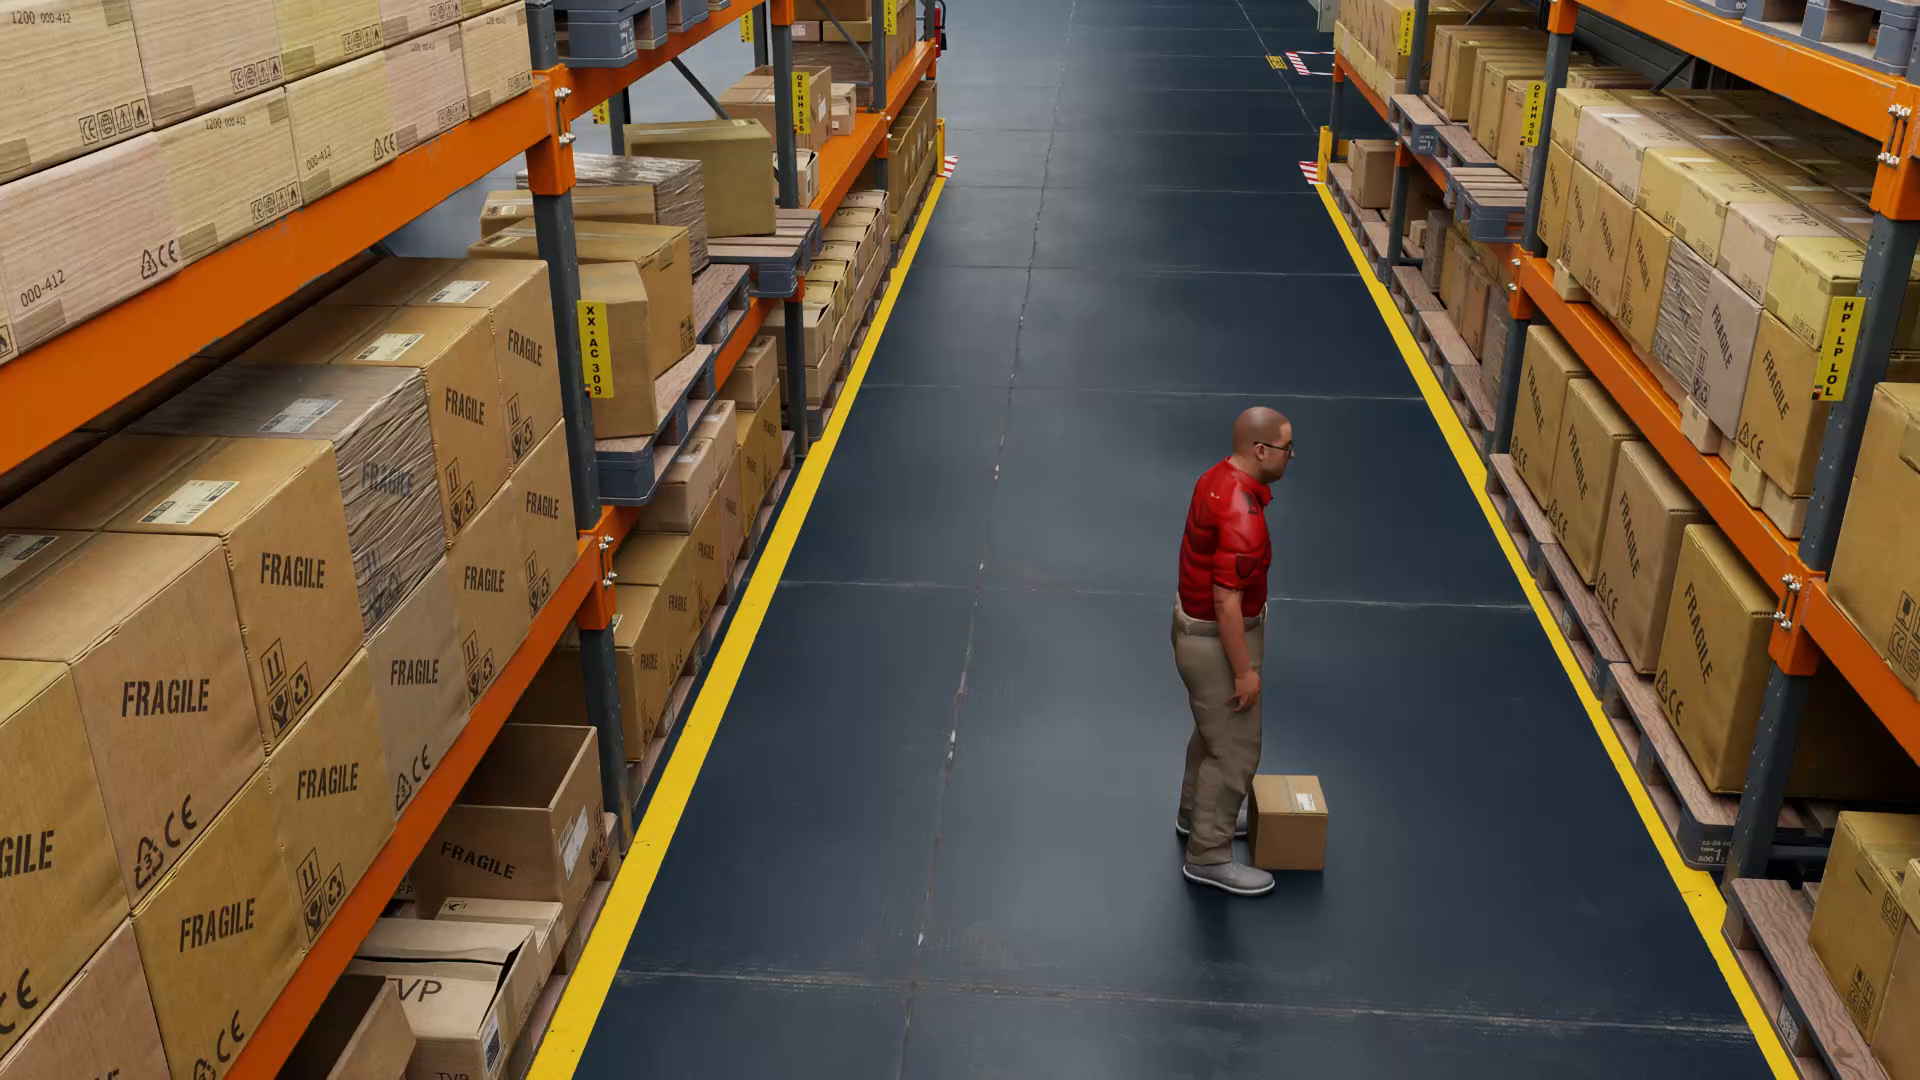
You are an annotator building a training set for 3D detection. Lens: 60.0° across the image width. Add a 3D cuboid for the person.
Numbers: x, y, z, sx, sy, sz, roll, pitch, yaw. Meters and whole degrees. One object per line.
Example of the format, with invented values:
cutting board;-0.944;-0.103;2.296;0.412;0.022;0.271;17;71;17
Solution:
person;0.943;0.362;5.823;0.393;1.725;0.596;1;24;1
